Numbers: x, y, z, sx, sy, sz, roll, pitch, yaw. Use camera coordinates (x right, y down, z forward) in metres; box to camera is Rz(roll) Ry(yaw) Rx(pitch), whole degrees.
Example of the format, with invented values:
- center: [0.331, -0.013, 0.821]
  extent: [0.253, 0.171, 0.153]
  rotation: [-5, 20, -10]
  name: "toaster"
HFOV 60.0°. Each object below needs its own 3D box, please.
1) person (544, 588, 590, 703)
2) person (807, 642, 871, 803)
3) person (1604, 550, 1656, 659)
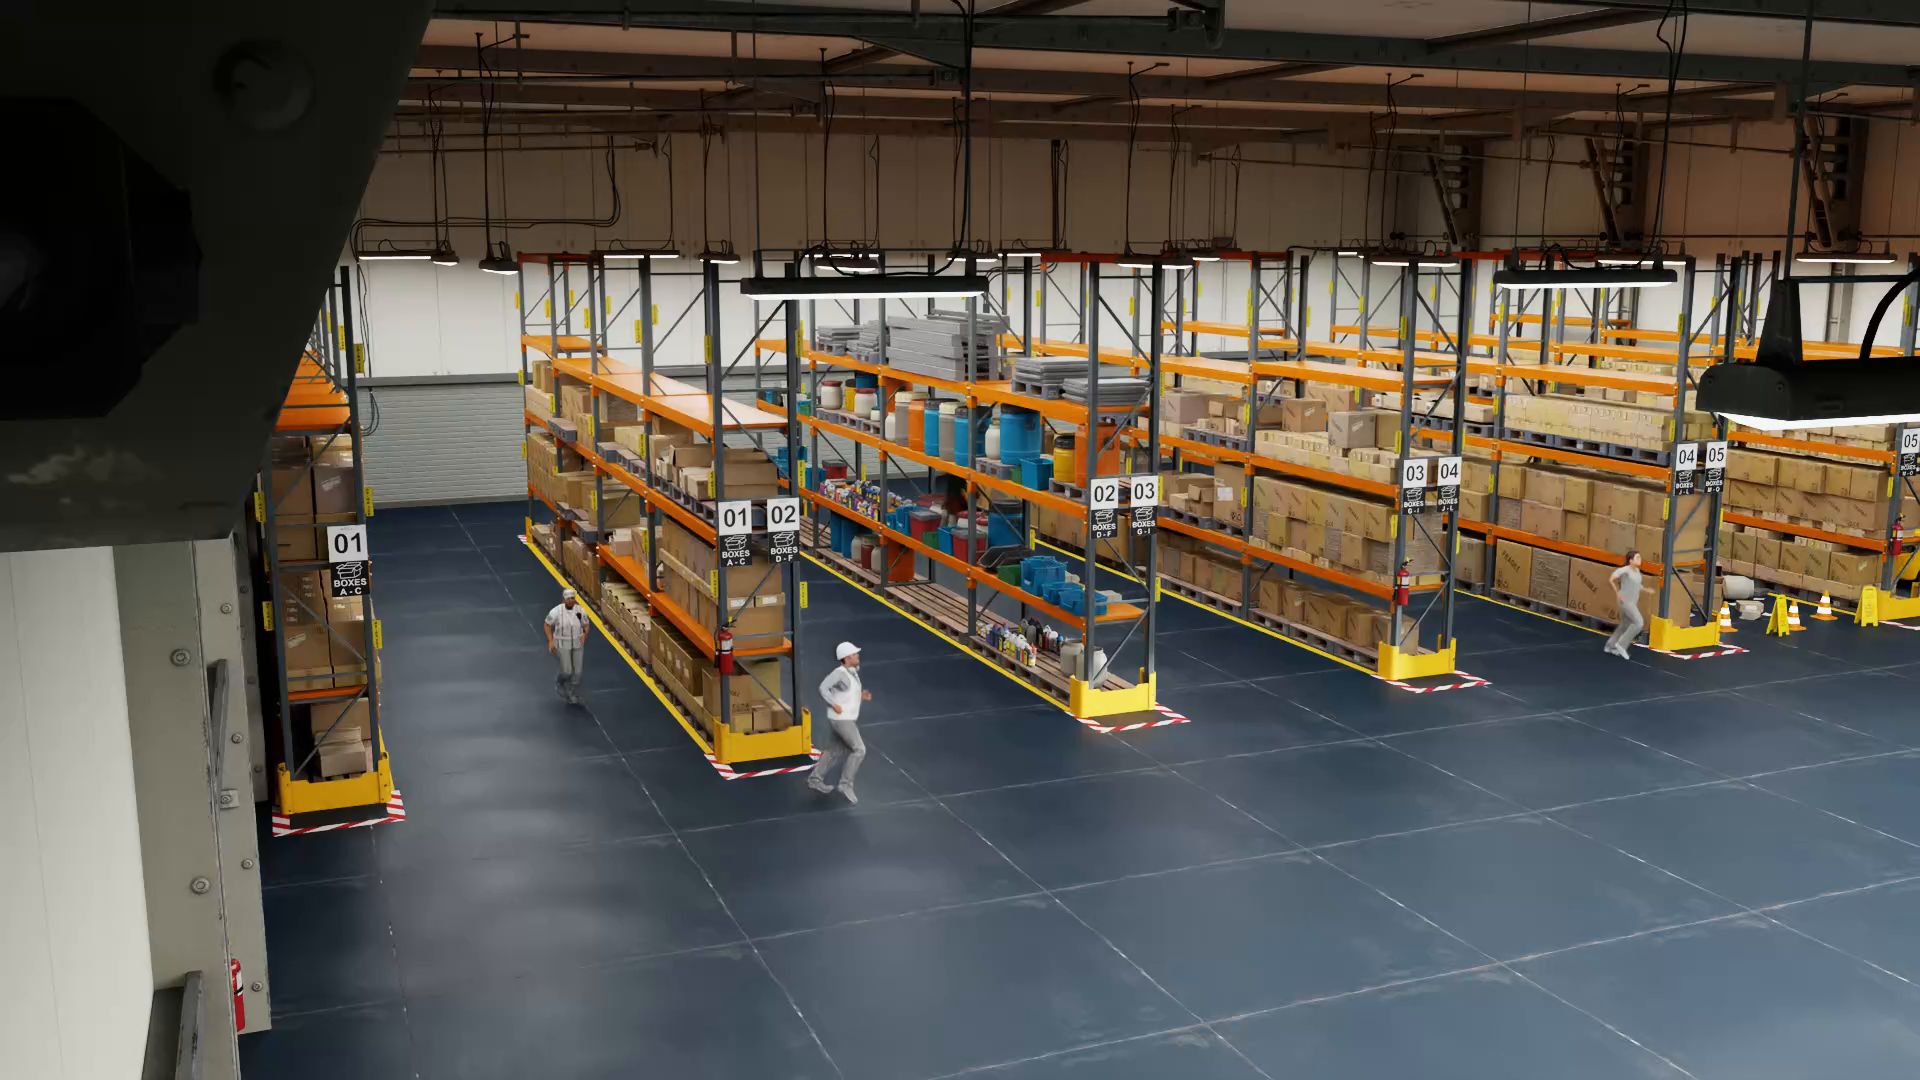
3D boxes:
- center: [-5.303, 1.454, 22.609]
  extent: [0.592, 1.616, 0.580]
  rotation: [-6, 12, -28]
  name: "person"
- center: [-1.372, 2.055, 18.994]
  extent: [0.727, 1.808, 0.676]
  rotation: [1, 10, 4]
  name: "person"
- center: [10.162, 0.969, 25.214]
  extent: [0.568, 1.651, 0.666]
  rotation: [-10, 14, -42]
  name: "person"
